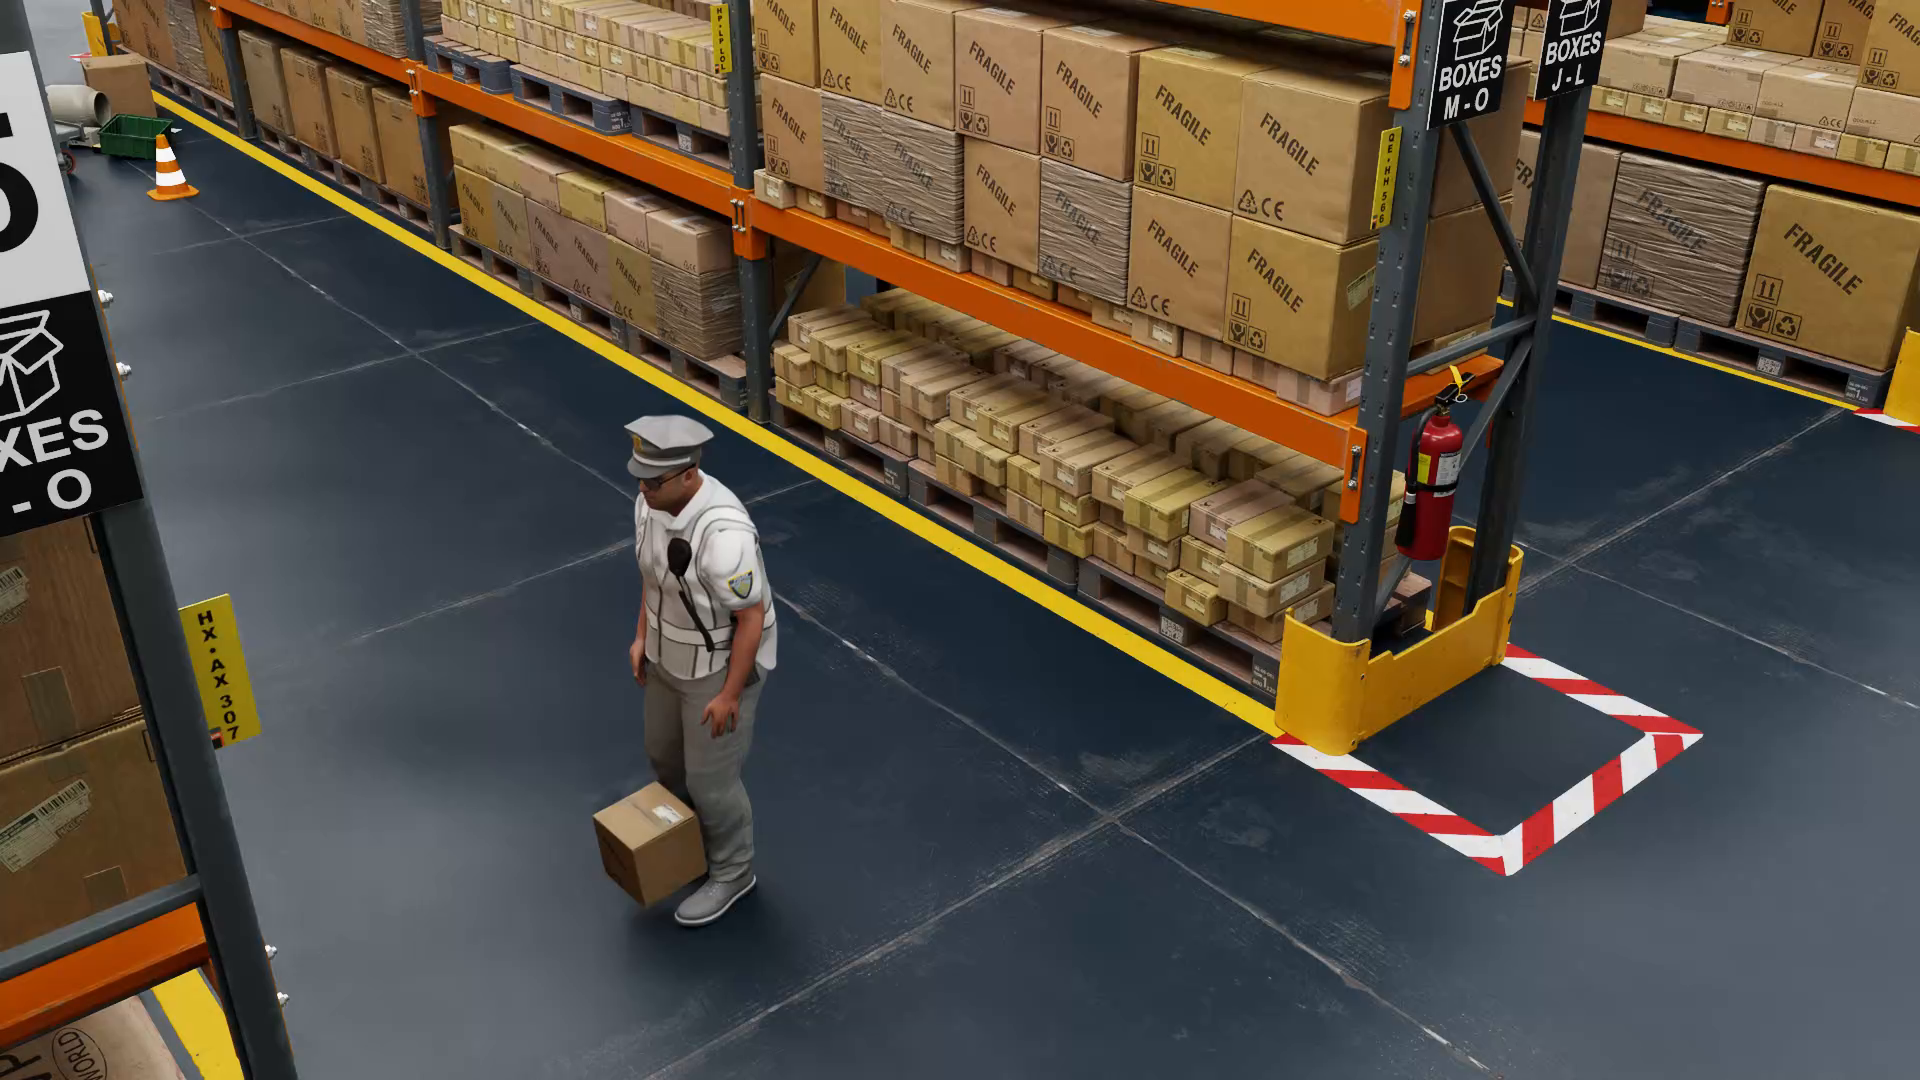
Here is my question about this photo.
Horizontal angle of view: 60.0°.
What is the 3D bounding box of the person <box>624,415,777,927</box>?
[{"bbox_3d":[-0.846,0.402,5.357,0.476,1.749,0.570,-23,36,-36],"label":"person"}]
